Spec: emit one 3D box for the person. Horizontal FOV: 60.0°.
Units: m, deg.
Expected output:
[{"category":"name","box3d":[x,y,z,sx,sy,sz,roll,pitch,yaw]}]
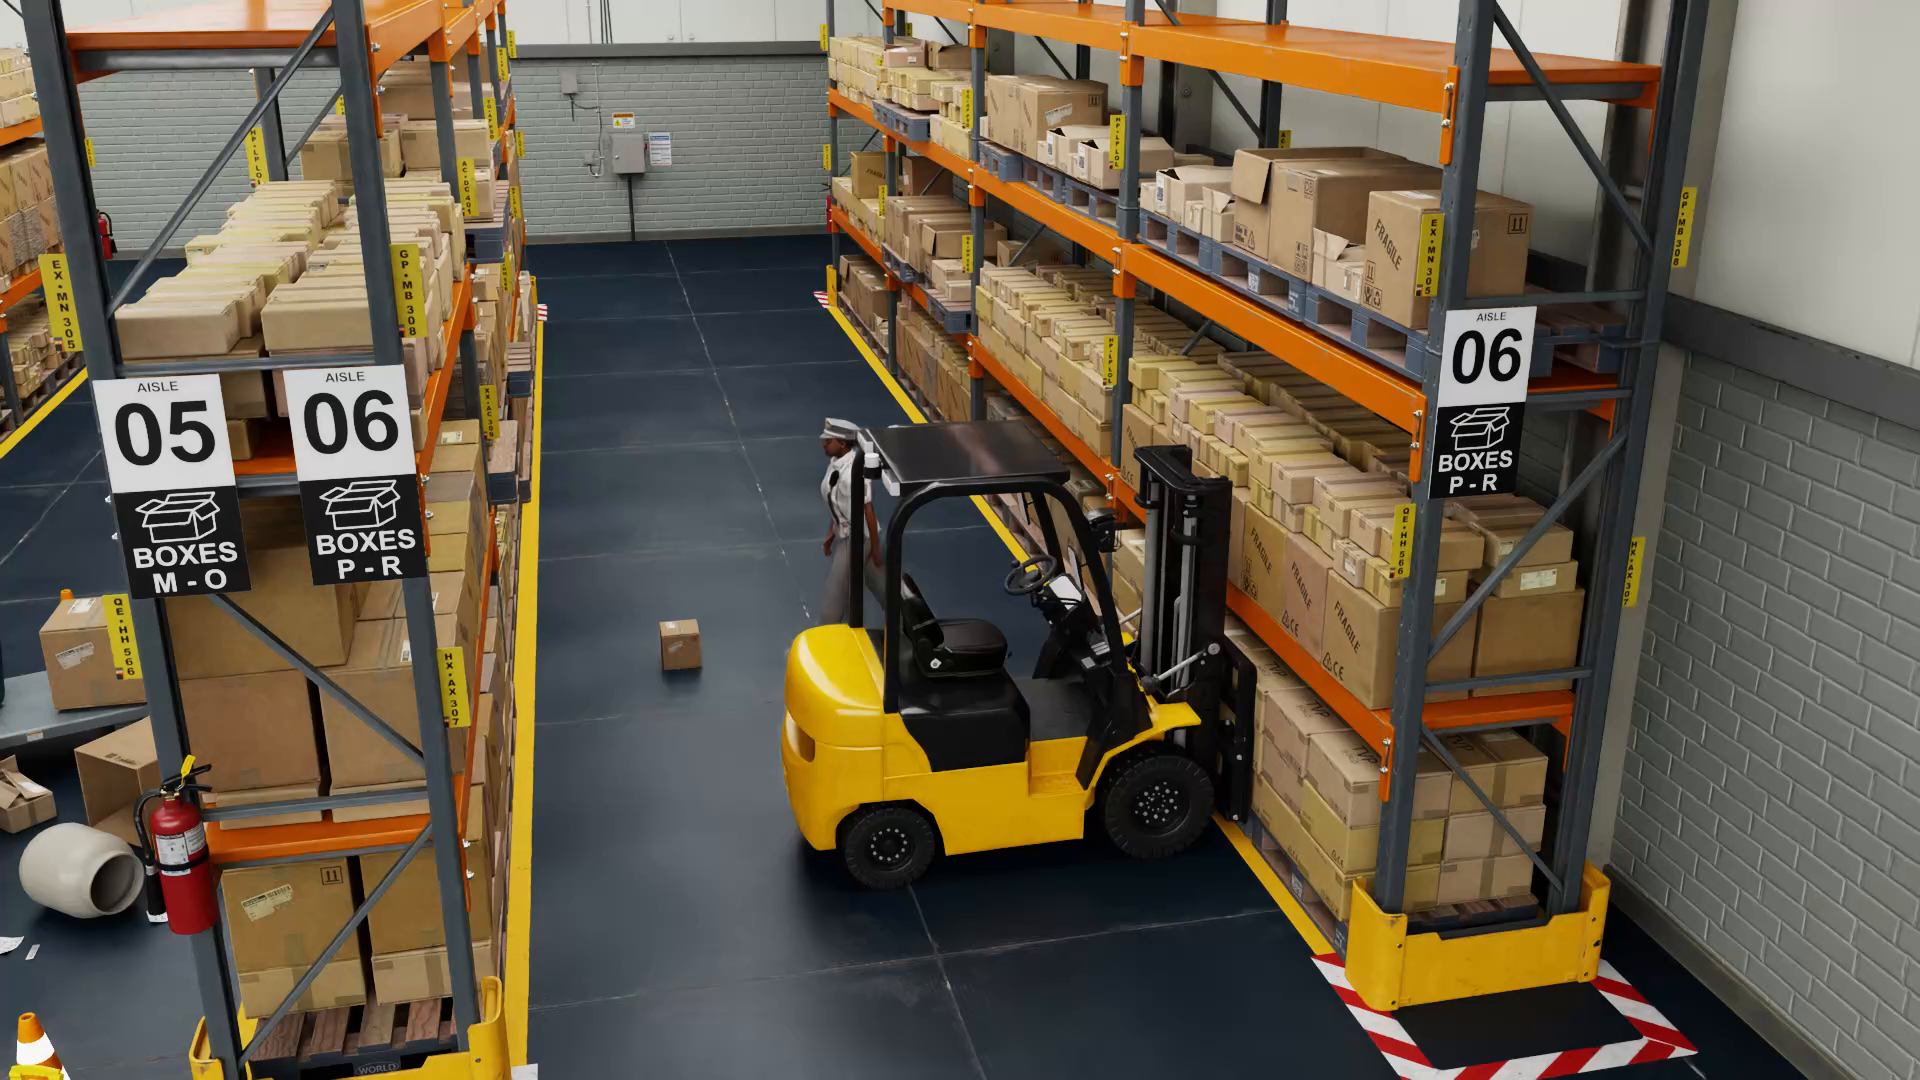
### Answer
[{"category":"person","box3d":[-0.753,-0.031,11.089,0.936,1.627,0.453,-4,20,-12]}]
